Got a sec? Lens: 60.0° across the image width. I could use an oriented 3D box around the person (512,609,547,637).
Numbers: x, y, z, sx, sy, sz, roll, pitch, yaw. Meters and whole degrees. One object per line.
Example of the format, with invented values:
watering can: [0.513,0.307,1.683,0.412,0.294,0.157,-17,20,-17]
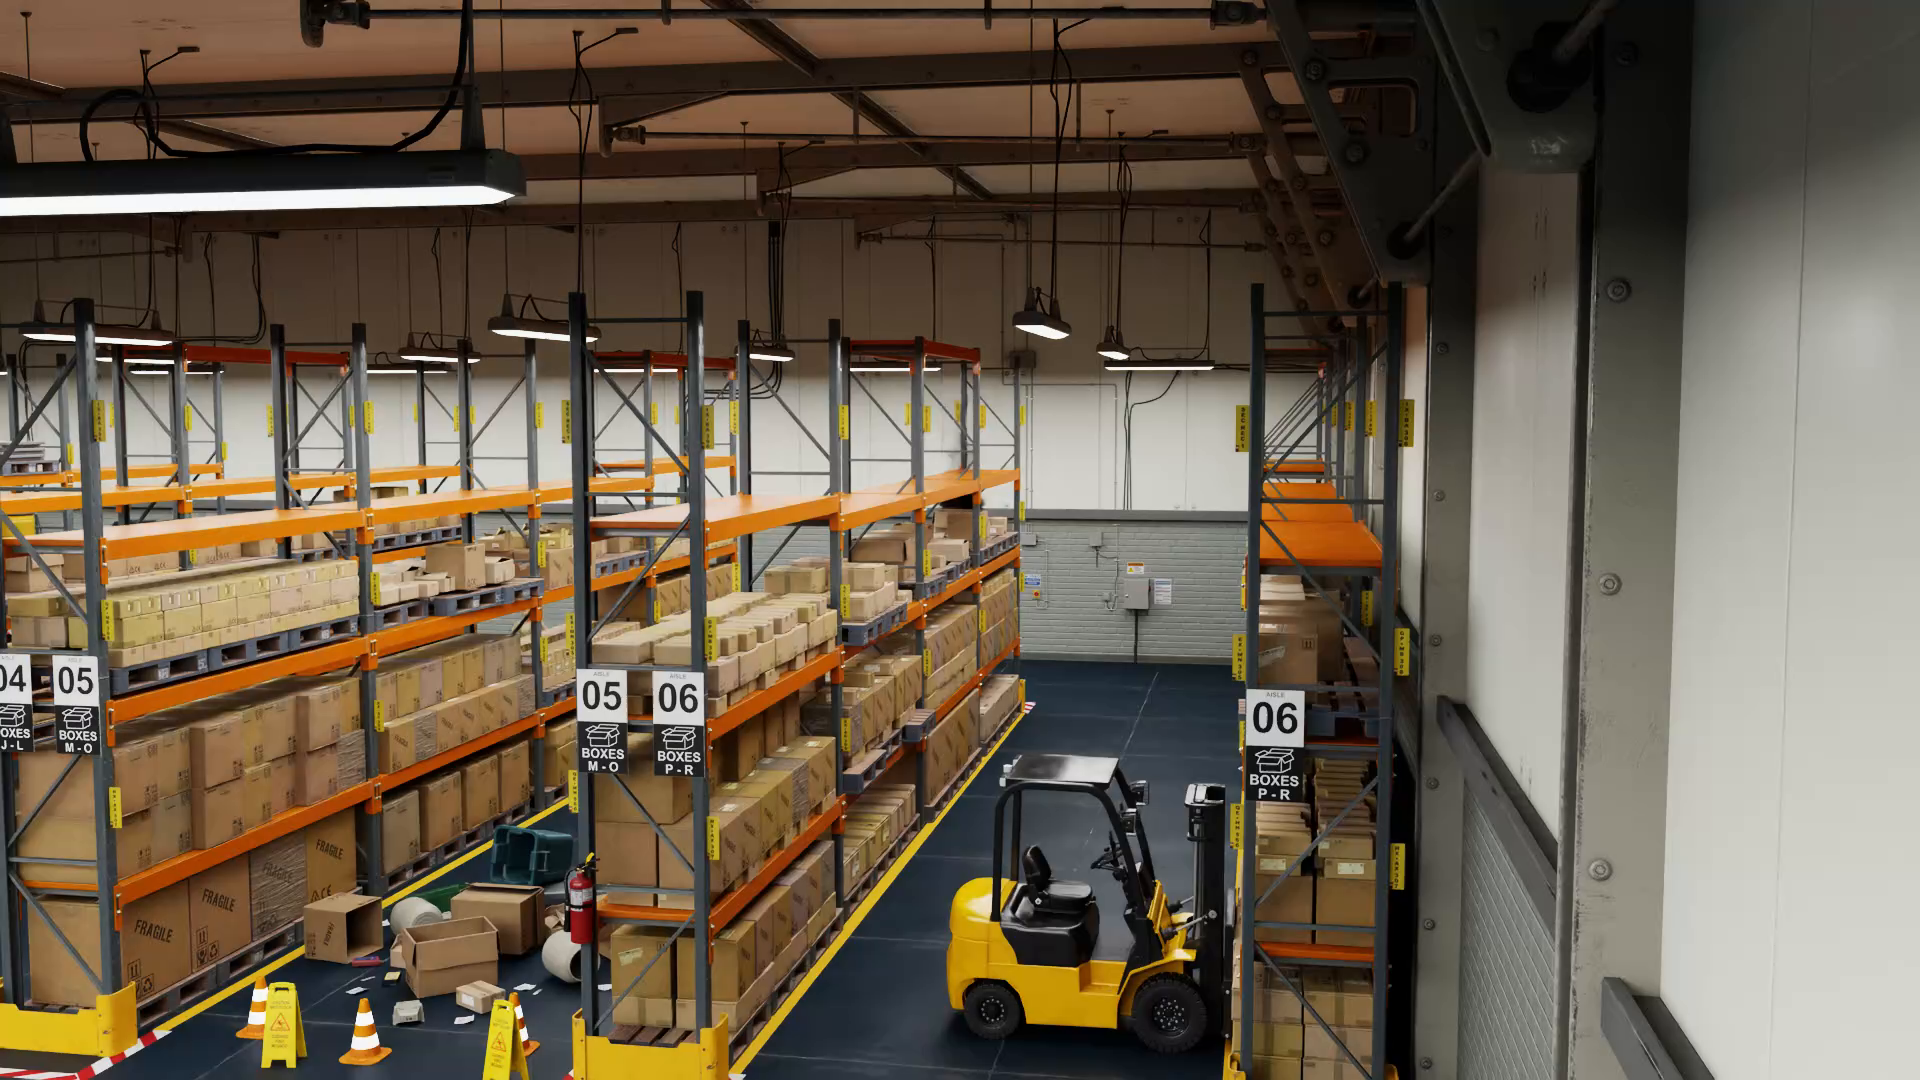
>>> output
person: [-7.671,1.971,29.512,0.578,1.666,0.601,0,5,-6]
